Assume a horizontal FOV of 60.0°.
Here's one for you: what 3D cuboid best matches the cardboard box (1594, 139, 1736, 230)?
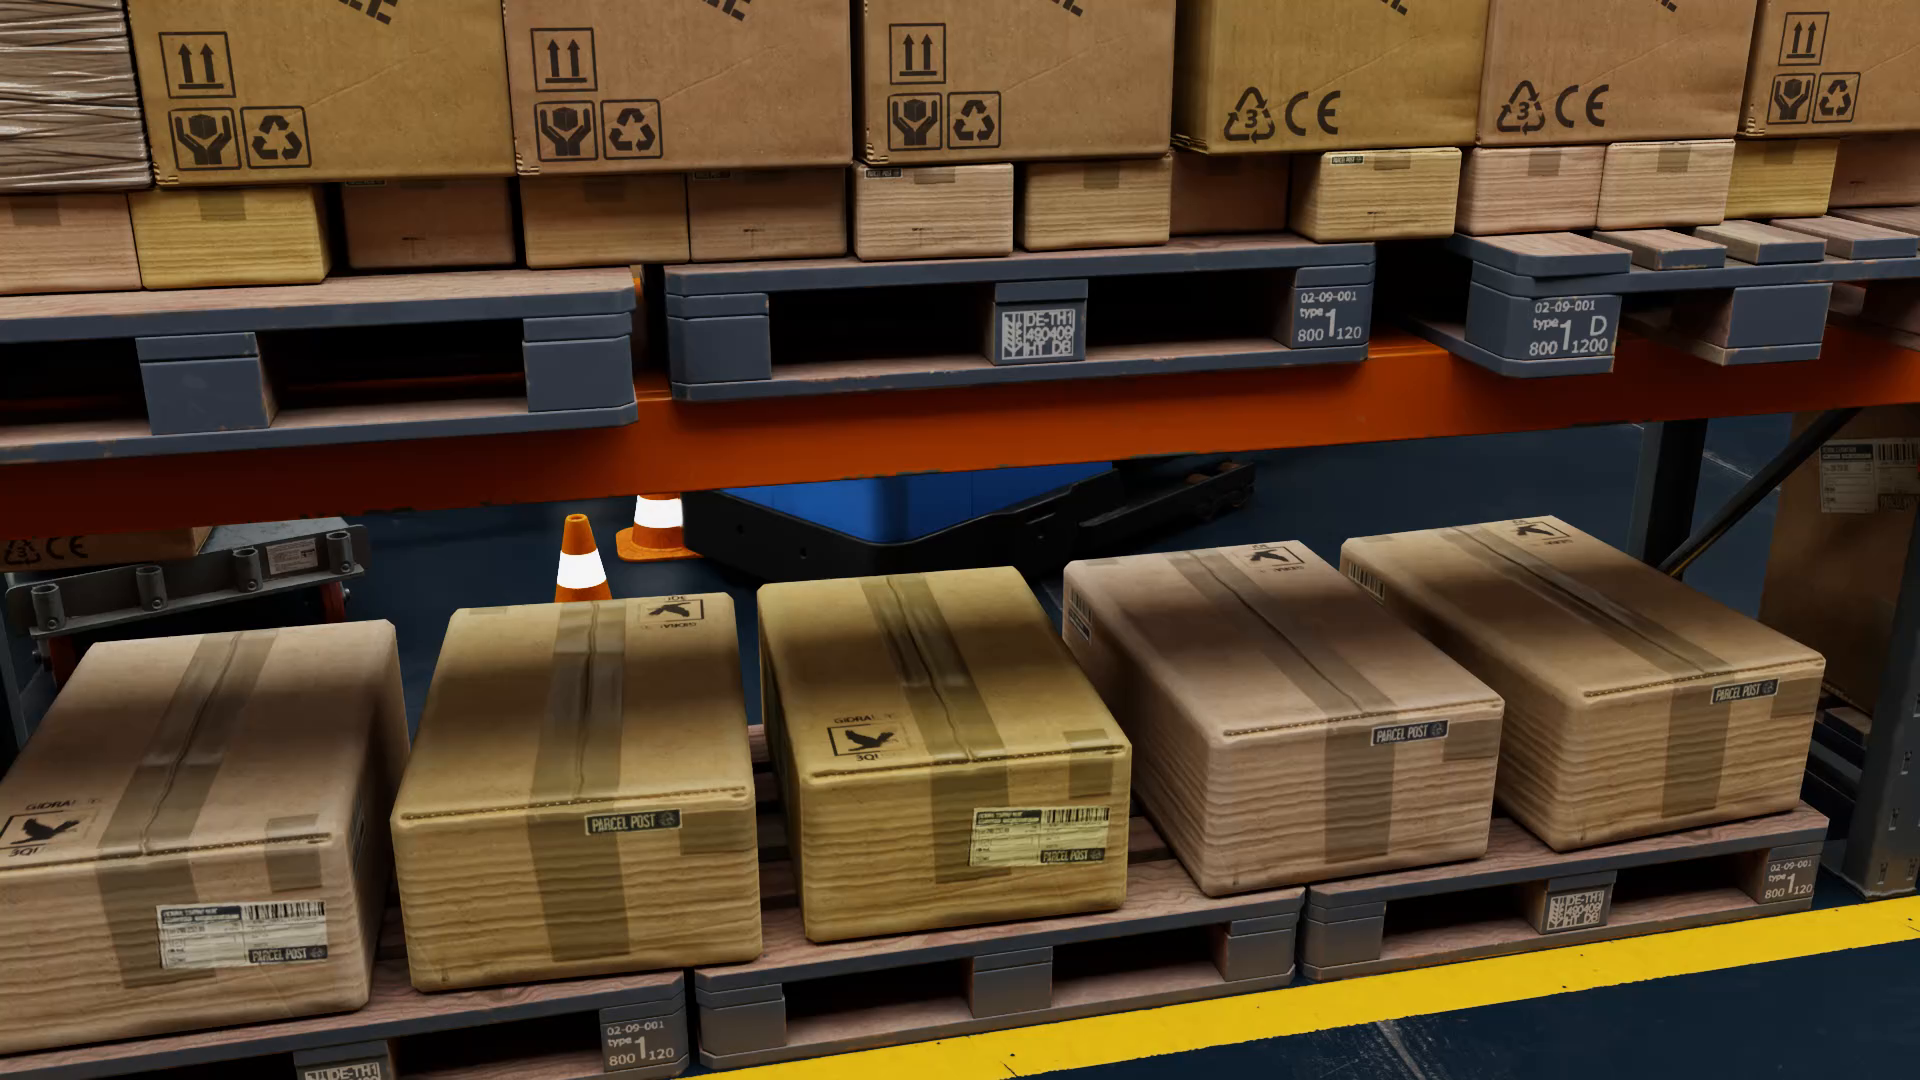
[{"bbox_3d":[1.190,-0.681,3.067,0.250,0.149,0.380,-5,21,-13],"label":"cardboard box"}]

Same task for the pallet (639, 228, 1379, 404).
[{"bbox_3d":[0.017,-0.526,3.169,1.213,0.211,1.003,-5,21,-12],"label":"pallet"}]

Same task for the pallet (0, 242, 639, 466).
[{"bbox_3d":[-1.181,-0.392,2.802,1.213,0.211,1.003,-5,21,-12],"label":"pallet"}]

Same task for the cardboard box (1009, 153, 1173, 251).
[{"bbox_3d":[0.179,-0.612,2.879,0.250,0.149,0.380,-5,21,-14],"label":"cardboard box"}]

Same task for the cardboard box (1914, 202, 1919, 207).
[{"bbox_3d":[2.366,-0.843,3.974,0.500,0.250,0.500,-5,21,-14],"label":"cardboard box"}]

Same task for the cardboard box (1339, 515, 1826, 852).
[{"bbox_3d":[1.382,0.291,3.868,0.625,0.372,0.950,-6,21,-16],"label":"cardboard box"}]

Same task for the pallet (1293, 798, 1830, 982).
[{"bbox_3d":[1.173,0.584,3.913,1.213,0.211,1.003,-5,21,-12],"label":"pallet"}]

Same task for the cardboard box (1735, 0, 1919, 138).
[{"bbox_3d":[1.556,-1.041,3.108,0.500,0.500,0.500,-5,21,-14],"label":"cardboard box"}]

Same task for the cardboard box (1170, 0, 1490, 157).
[{"bbox_3d":[0.564,-0.957,2.877,0.500,0.500,0.500,-6,21,-16],"label":"cardboard box"}]

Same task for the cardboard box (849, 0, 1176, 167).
[{"bbox_3d":[0.033,-0.914,2.760,0.500,0.500,0.500,-6,21,-15],"label":"cardboard box"}]

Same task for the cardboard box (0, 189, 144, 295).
[{"bbox_3d":[-1.348,-0.487,2.539,0.250,0.149,0.380,-4,21,-12],"label":"cardboard box"}]

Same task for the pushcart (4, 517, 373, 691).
[{"bbox_3d":[-2.532,0.002,5.261,0.936,0.377,1.648,-13,24,-31],"label":"pushcart"}]

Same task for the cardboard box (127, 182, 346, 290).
[{"bbox_3d":[-1.103,-0.504,2.585,0.250,0.149,0.380,-4,21,-11],"label":"cardboard box"}]

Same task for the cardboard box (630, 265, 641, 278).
[{"bbox_3d":[-1.673,-1.414,7.974,0.750,0.750,1.050,-5,21,-12],"label":"cardboard box"}]

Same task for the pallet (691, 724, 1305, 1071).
[{"bbox_3d":[-0.012,0.679,3.653,1.213,0.211,1.003,-5,21,-12],"label":"pallet"}]

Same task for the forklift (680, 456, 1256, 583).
[{"bbox_3d":[0.446,-1.556,5.801,1.130,2.935,3.031,18,27,40],"label":"forklift"}]

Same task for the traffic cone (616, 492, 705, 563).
[{"bbox_3d":[-1.022,-0.203,5.697,0.334,0.463,0.336,-5,21,-12],"label":"traffic cone"}]

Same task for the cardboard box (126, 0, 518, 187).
[{"bbox_3d":[-0.949,-0.835,2.544,0.500,0.500,0.500,-5,21,-12],"label":"cardboard box"}]

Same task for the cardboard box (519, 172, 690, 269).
[{"bbox_3d":[-0.585,-0.559,2.733,0.250,0.149,0.380,-4,21,-12],"label":"cardboard box"}]

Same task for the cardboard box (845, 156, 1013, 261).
[{"bbox_3d":[-0.073,-0.581,2.795,0.250,0.149,0.380,-4,20,-10],"label":"cardboard box"}]

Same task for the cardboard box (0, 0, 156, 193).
[{"bbox_3d":[-1.437,-0.795,2.436,0.500,0.500,0.500,-4,21,-11],"label":"cardboard box"}]

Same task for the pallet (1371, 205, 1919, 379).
[{"bbox_3d":[1.265,-0.605,3.383,1.003,0.211,1.213,-5,21,-12],"label":"pallet"}]

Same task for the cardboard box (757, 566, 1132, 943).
[{"bbox_3d":[-0.074,0.411,3.543,0.625,0.372,0.950,-4,20,-11],"label":"cardboard box"}]

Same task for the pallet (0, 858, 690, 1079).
[{"bbox_3d":[-1.201,0.777,3.386,1.213,0.211,1.003,-5,21,-12],"label":"pallet"}]

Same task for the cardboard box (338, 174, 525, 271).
[{"bbox_3d":[-0.845,-0.552,2.716,0.250,0.149,0.380,-3,20,-9],"label":"cardboard box"}]

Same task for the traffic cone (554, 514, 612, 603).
[{"bbox_3d":[-1.074,0.154,4.721,0.334,0.463,0.336,-5,21,-12],"label":"traffic cone"}]

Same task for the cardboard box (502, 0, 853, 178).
[{"bbox_3d":[-0.465,-0.869,2.639,0.500,0.500,0.500,-5,21,-13],"label":"cardboard box"}]

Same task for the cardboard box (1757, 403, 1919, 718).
[{"bbox_3d":[2.625,-0.013,3.968,0.875,0.875,0.875,-5,21,-13],"label":"cardboard box"}]

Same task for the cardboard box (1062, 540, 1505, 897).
[{"bbox_3d":[0.666,0.352,3.701,0.625,0.372,0.950,-5,21,-14],"label":"cardboard box"}]

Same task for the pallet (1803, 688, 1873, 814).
[{"bbox_3d":[2.719,0.485,4.182,1.213,0.211,1.003,-5,21,-12],"label":"pallet"}]

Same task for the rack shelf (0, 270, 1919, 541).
[{"bbox_3d":[-0.012,-0.291,3.293,4.000,0.370,1.077,-5,21,-12],"label":"rack shelf"}]

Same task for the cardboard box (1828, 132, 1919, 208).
[{"bbox_3d":[1.669,-0.761,3.286,0.250,0.149,0.380,-4,20,-10],"label":"cardboard box"}]

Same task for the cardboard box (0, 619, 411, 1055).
[{"bbox_3d":[-1.449,0.524,3.232,0.625,0.372,0.950,-4,21,-12],"label":"cardboard box"}]

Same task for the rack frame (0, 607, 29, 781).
[{"bbox_3d":[-1.959,-0.470,2.737,0.127,3.000,1.000,-5,21,-12],"label":"rack frame"}]

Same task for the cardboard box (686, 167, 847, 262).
[{"bbox_3d":[-0.344,-0.577,2.785,0.250,0.149,0.380,-4,21,-12],"label":"cardboard box"}]

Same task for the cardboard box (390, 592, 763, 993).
[{"bbox_3d":[-0.750,0.466,3.391,0.625,0.372,0.950,-3,20,-9],"label":"cardboard box"}]

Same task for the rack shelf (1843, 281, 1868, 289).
[{"bbox_3d":[3.880,-0.607,4.157,4.000,0.370,1.077,-5,21,-12],"label":"rack shelf"}]

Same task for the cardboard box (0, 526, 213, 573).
[{"bbox_3d":[-2.398,-0.245,4.657,0.500,0.500,0.500,-5,21,-12],"label":"cardboard box"}]

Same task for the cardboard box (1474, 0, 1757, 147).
[{"bbox_3d":[1.055,-0.997,2.987,0.500,0.500,0.500,-5,21,-13],"label":"cardboard box"}]

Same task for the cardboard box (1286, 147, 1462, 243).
[{"bbox_3d":[0.678,-0.637,2.948,0.250,0.149,0.380,-4,21,-12],"label":"cardboard box"}]

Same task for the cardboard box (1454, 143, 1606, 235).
[{"bbox_3d":[0.943,-0.664,3.020,0.250,0.149,0.380,-6,21,-15],"label":"cardboard box"}]

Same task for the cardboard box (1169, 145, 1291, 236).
[{"bbox_3d":[0.405,-0.659,3.009,0.250,0.149,0.380,-4,21,-12],"label":"cardboard box"}]

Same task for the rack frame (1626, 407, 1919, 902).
[{"bbox_3d":[1.934,-0.787,3.601,0.127,3.000,1.000,-5,21,-12],"label":"rack frame"}]

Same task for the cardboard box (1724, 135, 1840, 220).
[{"bbox_3d":[1.425,-0.716,3.162,0.250,0.149,0.380,-4,21,-12],"label":"cardboard box"}]
